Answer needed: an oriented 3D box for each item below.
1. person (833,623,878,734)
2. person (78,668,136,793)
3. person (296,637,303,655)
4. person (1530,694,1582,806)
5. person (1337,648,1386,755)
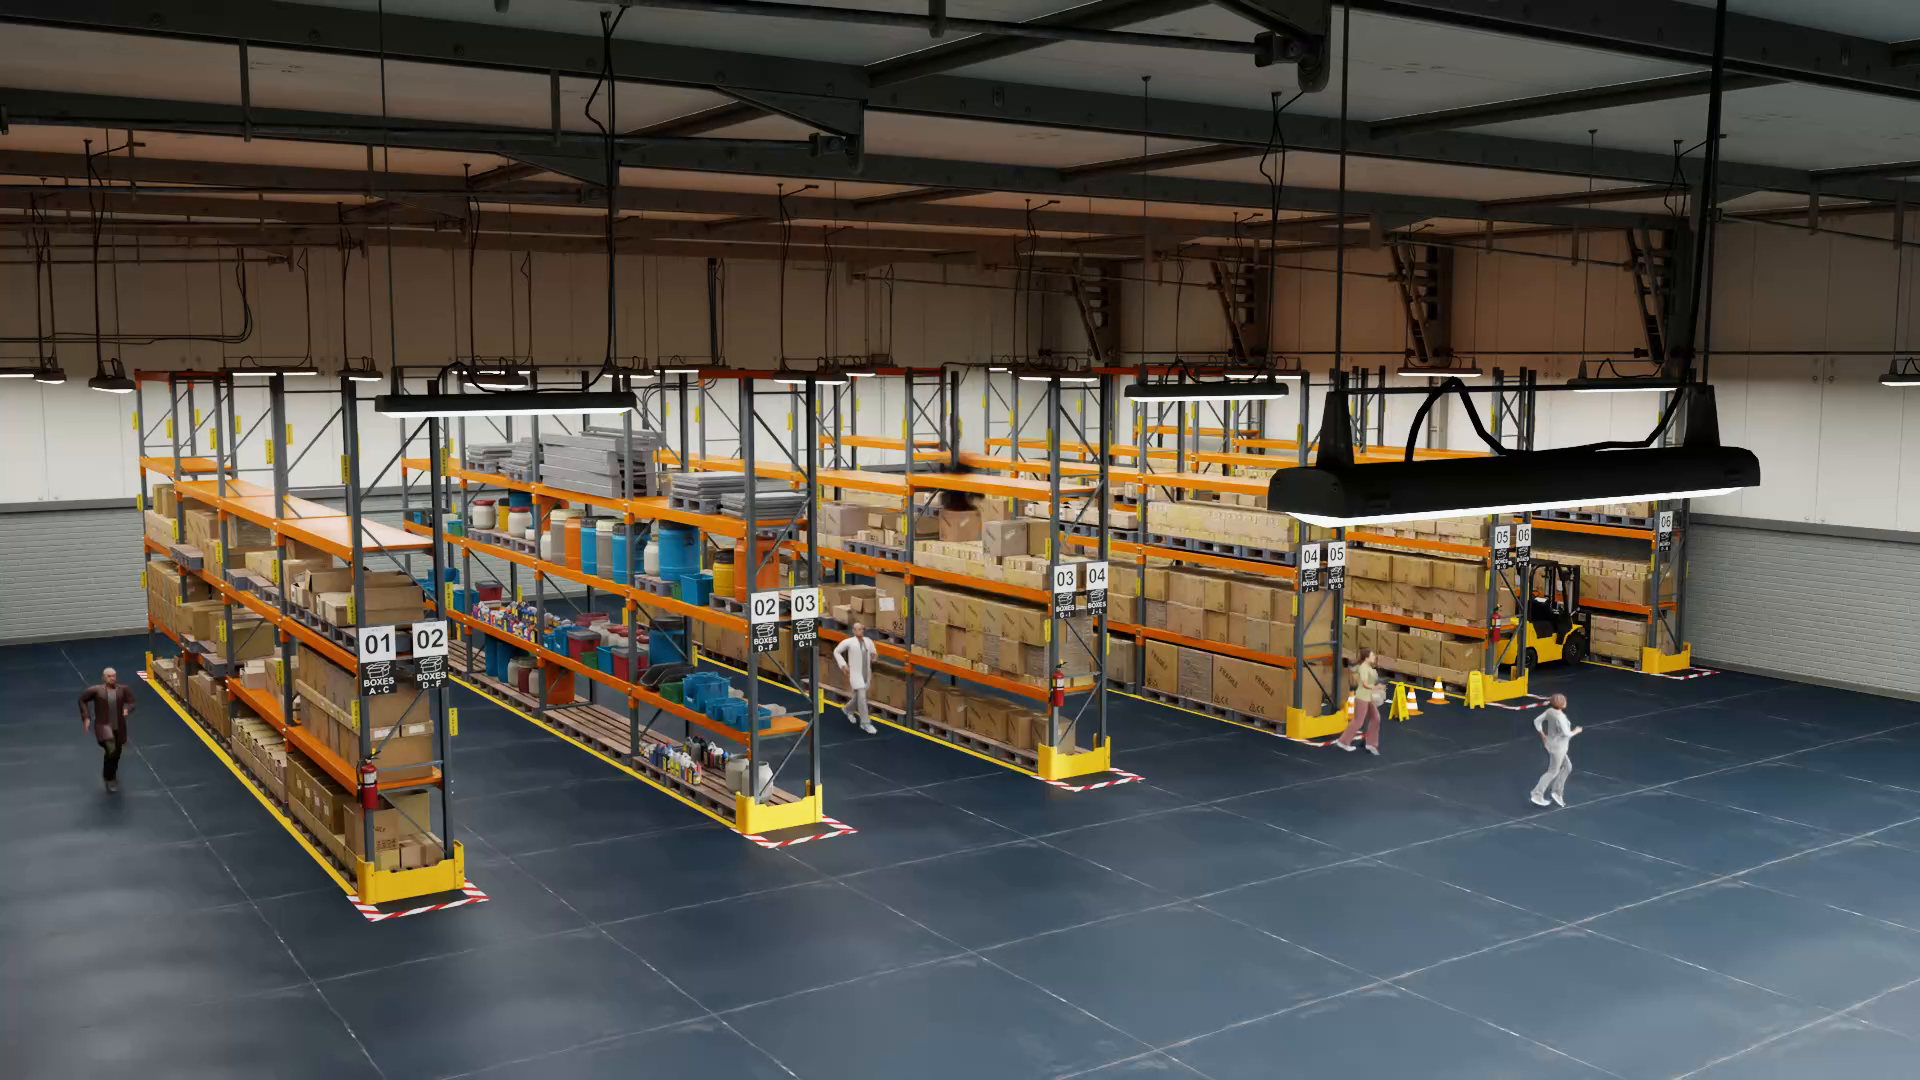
[{"bbox_3d":[-1.680,2.262,27.726,0.695,1.781,1.045,-6,9,-42],"label":"person"},{"bbox_3d":[-12.277,2.746,24.052,0.889,1.820,0.667,6,9,42],"label":"person"},{"bbox_3d":[-12.705,1.898,32.055,0.612,1.664,0.901,-6,9,-44],"label":"person"},{"bbox_3d":[8.284,2.939,23.104,0.699,1.641,0.520,0,6,1],"label":"person"},{"bbox_3d":[6.336,2.564,26.213,0.731,1.748,0.586,2,7,17],"label":"person"}]
